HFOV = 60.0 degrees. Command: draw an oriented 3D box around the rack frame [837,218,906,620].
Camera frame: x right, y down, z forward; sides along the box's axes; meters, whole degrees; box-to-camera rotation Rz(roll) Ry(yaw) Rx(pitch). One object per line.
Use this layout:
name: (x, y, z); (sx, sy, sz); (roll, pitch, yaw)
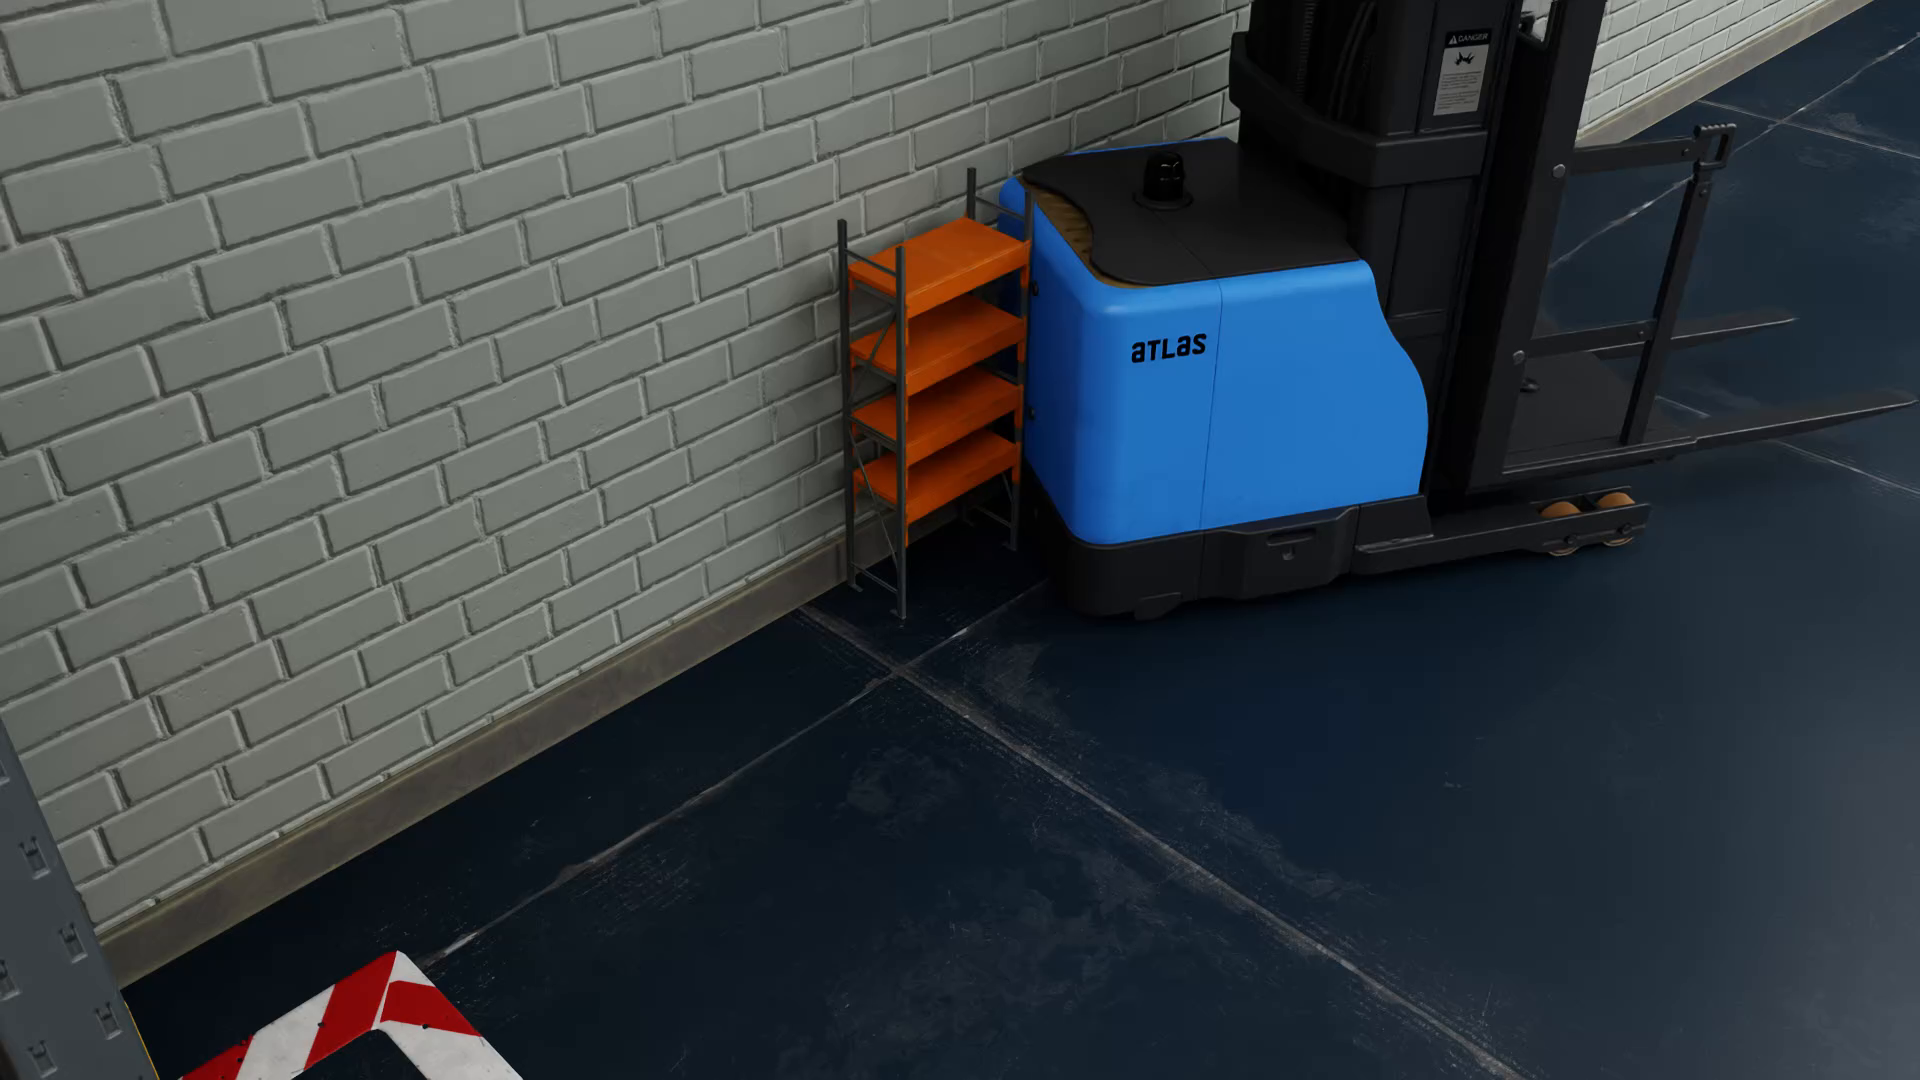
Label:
rack frame: (-0.240, -0.302, 4.628); (0.240, 1.200, 0.015); (30, 45, 34)

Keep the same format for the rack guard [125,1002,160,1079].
rack guard: (-1.366, 1.331, 2.905); (1.175, 0.500, 0.348); (30, 45, 35)

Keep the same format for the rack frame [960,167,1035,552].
rack frame: (0.101, -0.502, 4.914); (0.240, 1.200, 0.015); (30, 45, 34)

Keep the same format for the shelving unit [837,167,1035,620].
shelving unit: (-0.070, -0.402, 4.771); (0.258, 1.200, 0.503); (30, 45, 34)

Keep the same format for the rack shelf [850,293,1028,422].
rack shelf: (-0.067, -0.528, 4.679); (0.258, 0.148, 0.480); (30, 45, 34)

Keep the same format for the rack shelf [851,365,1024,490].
rack shelf: (-0.071, -0.347, 4.811); (0.258, 0.148, 0.480); (30, 45, 34)

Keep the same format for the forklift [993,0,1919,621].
forklift: (1.646, -1.434, 4.744); (3.031, 2.935, 1.130); (-9, 36, -13)

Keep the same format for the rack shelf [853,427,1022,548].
rack shelf: (-0.075, -0.187, 4.927); (0.258, 0.148, 0.480); (30, 45, 34)

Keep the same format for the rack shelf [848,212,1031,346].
rack shelf: (-0.063, -0.720, 4.541); (0.258, 0.148, 0.480); (30, 45, 34)
